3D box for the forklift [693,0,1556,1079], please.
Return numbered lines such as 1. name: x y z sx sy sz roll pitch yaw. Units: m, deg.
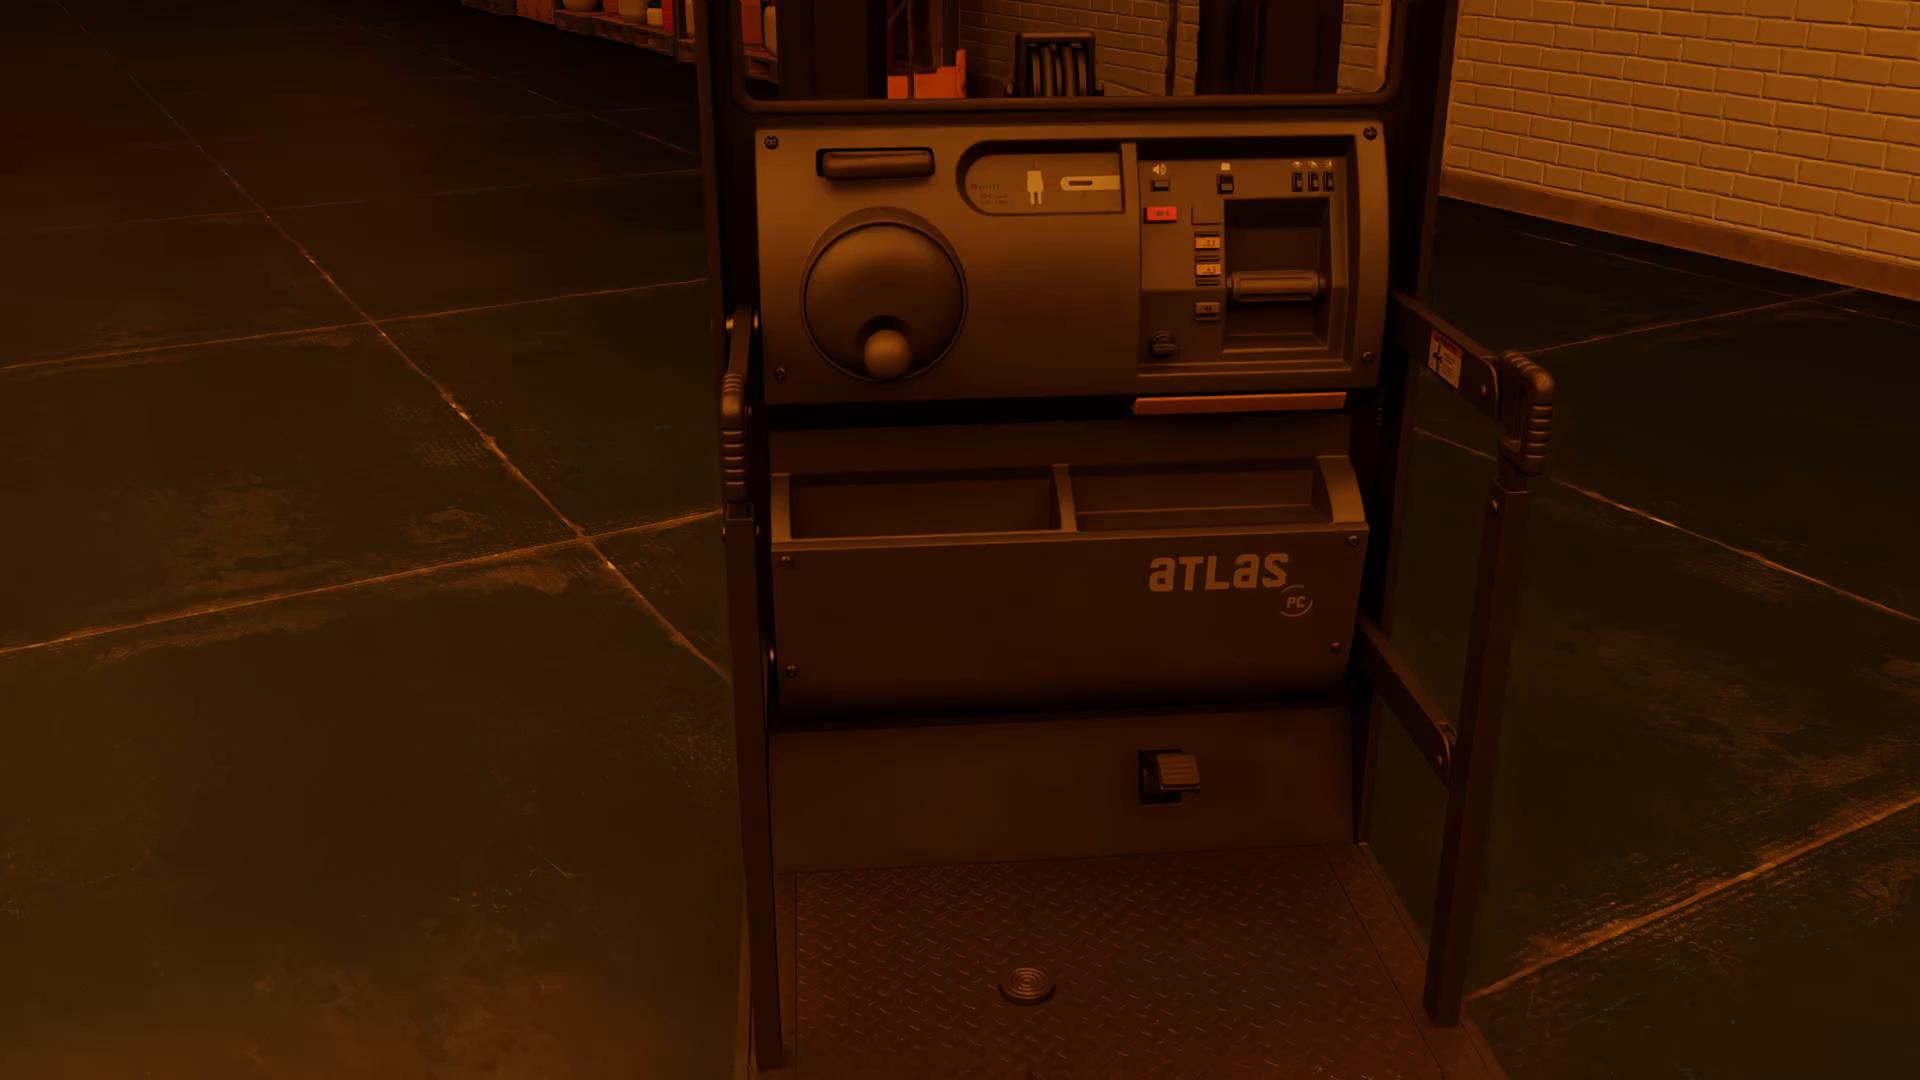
1. forklift: 0.193 -0.399 2.246 1.130 2.935 3.031 -2 22 -5
